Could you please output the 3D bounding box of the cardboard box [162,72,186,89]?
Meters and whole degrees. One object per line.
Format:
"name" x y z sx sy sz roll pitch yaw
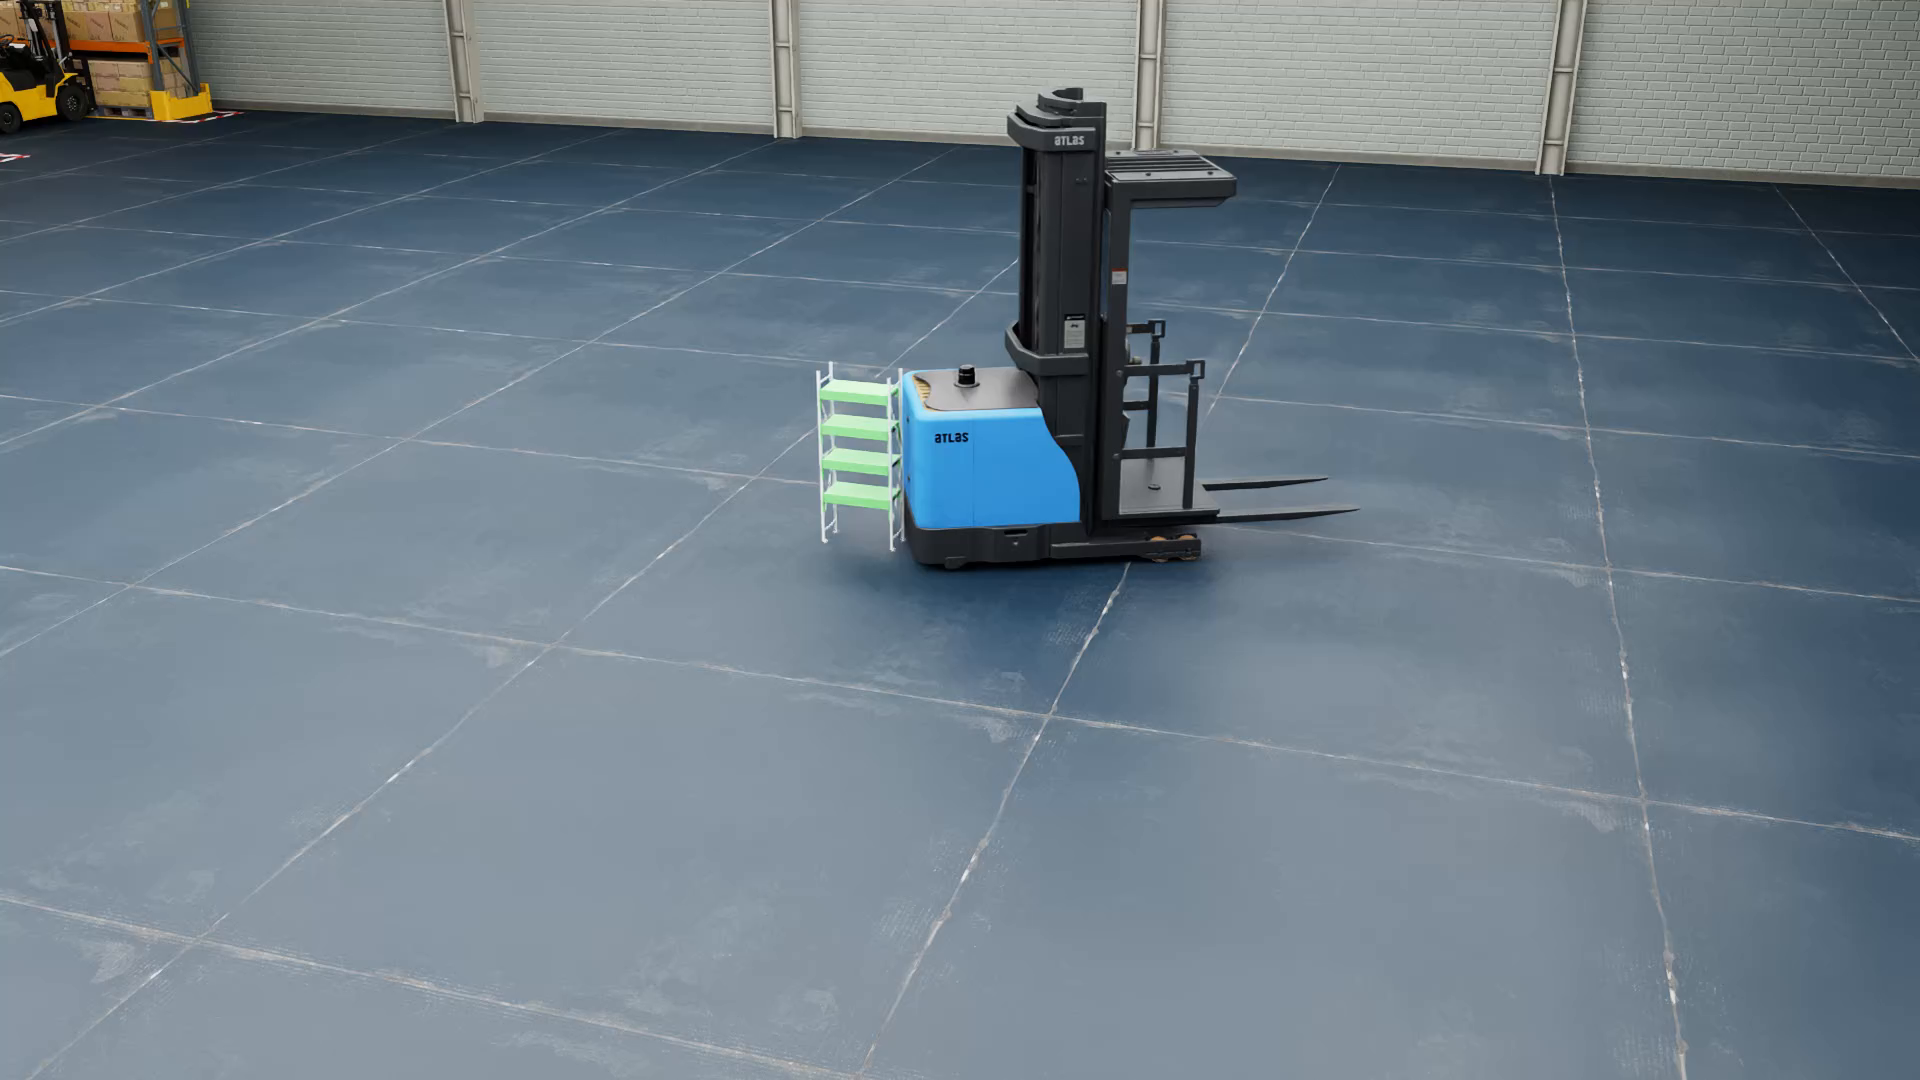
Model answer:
"cardboard box" -14.319 -8.274 29.900 0.500 0.250 0.500 7 23 16

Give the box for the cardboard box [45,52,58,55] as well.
"cardboard box" -16.742 -8.783 30.482 0.500 0.250 0.500 6 23 15

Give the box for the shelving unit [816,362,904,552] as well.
"shelving unit" -0.654 -0.549 11.027 0.503 1.200 0.258 7 23 16

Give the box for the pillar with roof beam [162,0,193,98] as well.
"pillar with roof beam" -15.579 -10.609 25.276 0.400 9.000 9.100 7 23 16

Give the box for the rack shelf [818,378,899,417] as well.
"rack shelf" -0.654 -0.934 10.869 0.480 0.148 0.258 7 23 16

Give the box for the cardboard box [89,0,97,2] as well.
"cardboard box" -15.053 -9.529 29.170 0.250 0.149 0.380 7 23 16

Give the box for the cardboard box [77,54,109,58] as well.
"cardboard box" -15.778 -8.671 30.208 0.500 0.250 0.500 6 23 14

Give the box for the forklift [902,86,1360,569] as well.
"forklift" 1.149 -1.404 10.832 3.031 2.935 1.130 -3 22 -7

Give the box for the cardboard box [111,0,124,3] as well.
"cardboard box" -14.578 -9.456 28.992 0.250 0.149 0.380 7 23 16

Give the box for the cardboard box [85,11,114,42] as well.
"cardboard box" -14.970 -9.059 29.270 0.500 0.500 0.500 7 23 17

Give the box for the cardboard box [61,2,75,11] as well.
"cardboard box" -15.577 -9.408 29.267 0.250 0.149 0.380 7 23 16

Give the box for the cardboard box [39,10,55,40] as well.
"cardboard box" -15.945 -9.166 29.531 0.500 0.500 0.500 7 23 16

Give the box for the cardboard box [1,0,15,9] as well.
"cardboard box" -16.808 -9.548 29.607 0.250 0.149 0.380 7 23 17

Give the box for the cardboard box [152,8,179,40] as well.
"cardboard box" -14.323 -9.195 29.603 0.500 0.500 0.500 7 23 17

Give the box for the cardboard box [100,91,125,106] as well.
"cardboard box" -14.943 -7.911 29.672 0.500 0.250 0.500 7 23 15

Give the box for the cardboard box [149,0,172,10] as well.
"cardboard box" -14.179 -9.472 29.422 0.250 0.149 0.380 6 23 14

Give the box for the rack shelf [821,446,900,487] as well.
"rack shelf" -0.654 -0.490 11.051 0.480 0.148 0.258 7 23 16

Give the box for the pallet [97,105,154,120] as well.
"pallet" -14.673 -7.772 29.940 1.213 0.211 1.003 7 23 16

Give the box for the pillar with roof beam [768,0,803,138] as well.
"pillar with roof beam" -4.090 -9.294 22.069 0.400 9.000 9.100 7 23 16

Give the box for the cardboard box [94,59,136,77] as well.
"cardboard box" -14.950 -8.370 29.474 0.500 0.250 0.500 7 23 16

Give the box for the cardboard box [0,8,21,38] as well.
"cardboard box" -16.905 -9.284 29.819 0.500 0.500 0.500 7 23 16

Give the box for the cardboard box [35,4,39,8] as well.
"cardboard box" -16.312 -9.497 29.484 0.250 0.149 0.380 6 23 14

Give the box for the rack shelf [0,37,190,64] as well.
"rack shelf" -15.844 -8.880 29.914 4.000 0.370 1.077 7 23 16

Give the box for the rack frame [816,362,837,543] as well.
"rack frame" -0.886 -0.577 11.096 0.015 1.200 0.240 7 23 16

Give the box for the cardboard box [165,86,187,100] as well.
"cardboard box" -14.342 -8.041 29.990 0.500 0.250 0.500 7 23 16

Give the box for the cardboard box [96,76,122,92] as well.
"cardboard box" -14.962 -8.146 29.587 0.500 0.250 0.500 6 23 15

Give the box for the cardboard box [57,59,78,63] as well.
"cardboard box" -15.919 -8.479 29.742 0.500 0.250 0.500 6 23 14

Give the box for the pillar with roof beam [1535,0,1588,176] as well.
"pillar with roof beam" 7.398 -7.978 18.862 0.400 9.000 9.100 7 23 16

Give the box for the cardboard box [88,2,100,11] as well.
"cardboard box" -15.060 -9.376 29.187 0.250 0.149 0.380 6 23 15

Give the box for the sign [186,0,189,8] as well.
"sign" -13.763 -9.632 29.554 0.005 0.325 0.100 7 23 16

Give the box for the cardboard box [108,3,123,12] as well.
"cardboard box" -14.595 -9.294 28.988 0.250 0.149 0.380 7 23 16

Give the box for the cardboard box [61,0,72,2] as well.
"cardboard box" -15.583 -9.544 29.206 0.250 0.149 0.380 7 23 17

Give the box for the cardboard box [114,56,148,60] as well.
"cardboard box" -14.814 -8.553 29.922 0.500 0.250 0.500 7 23 16
